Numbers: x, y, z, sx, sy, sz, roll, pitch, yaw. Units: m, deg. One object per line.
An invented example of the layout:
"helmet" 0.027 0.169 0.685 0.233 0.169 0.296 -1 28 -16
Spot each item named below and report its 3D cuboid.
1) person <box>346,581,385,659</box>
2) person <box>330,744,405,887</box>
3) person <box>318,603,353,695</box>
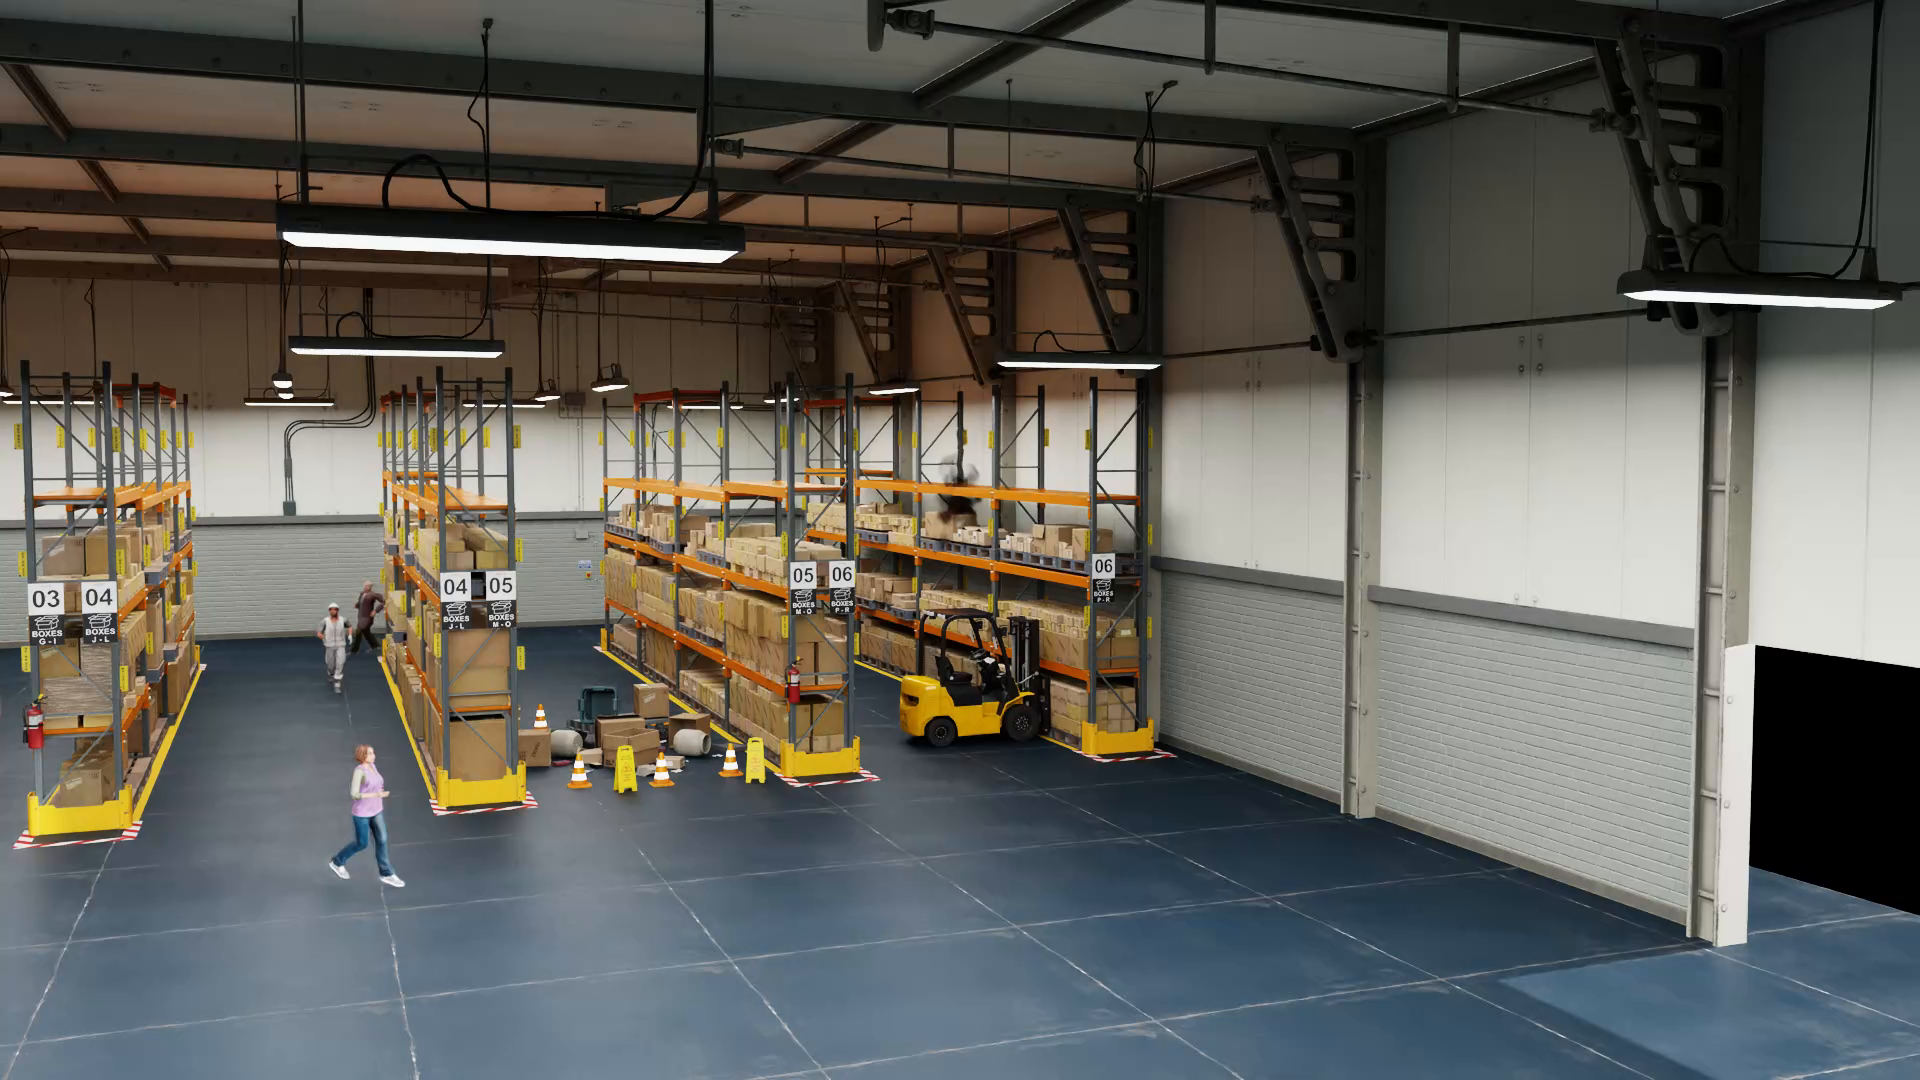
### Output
"person" -13.656 1.821 38.260 0.714 1.771 0.938 3 5 40
"person" -6.618 3.065 18.554 0.853 1.596 0.532 1 4 13
"person" -12.407 2.137 33.062 0.671 1.774 0.957 -1 4 -22
